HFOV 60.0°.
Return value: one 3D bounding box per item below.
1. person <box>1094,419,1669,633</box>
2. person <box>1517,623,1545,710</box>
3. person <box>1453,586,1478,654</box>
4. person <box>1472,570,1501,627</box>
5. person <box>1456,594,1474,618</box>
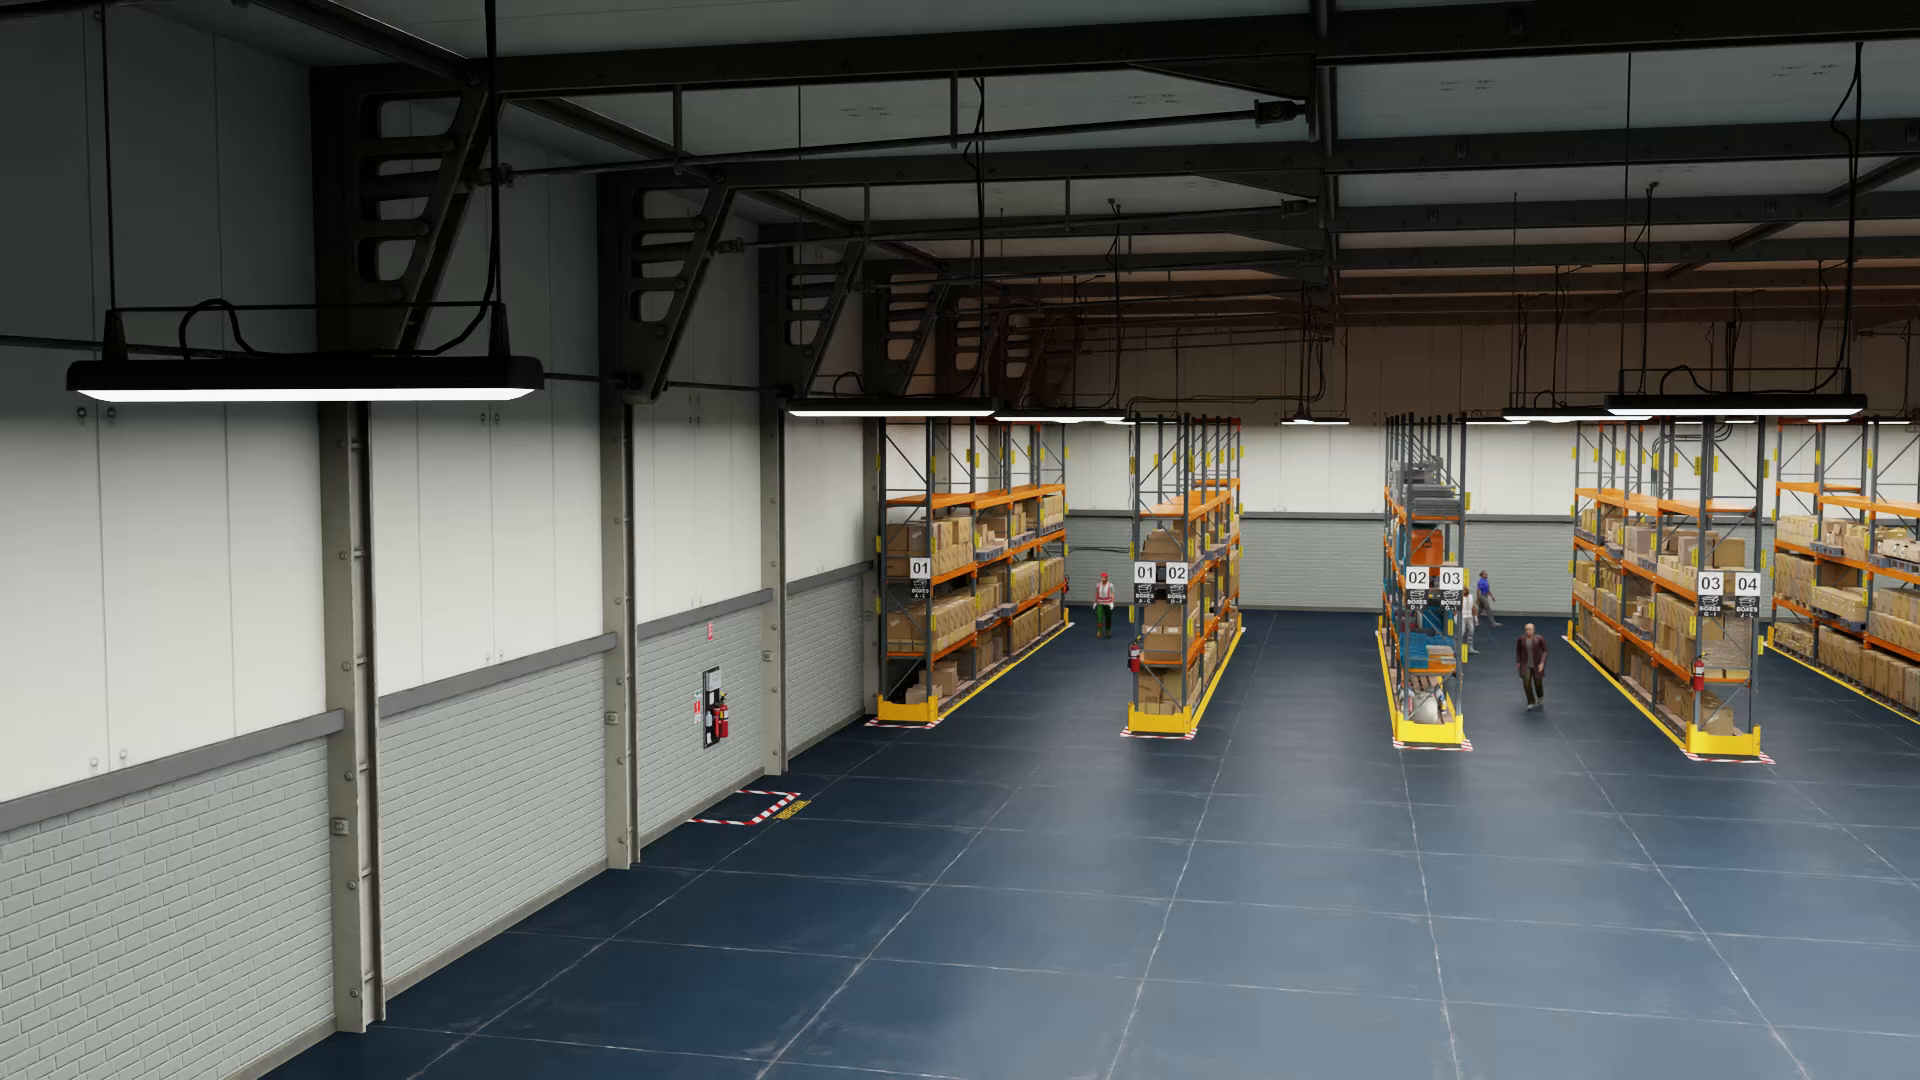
[{"bbox_3d":[9.706,-0.072,41.391,13.757,5.820,5.812,1,4,14],"label":"person"},{"bbox_3d":[11.695,2.556,33.961,0.602,1.757,0.751,2,4,27],"label":"person"},{"bbox_3d":[12.793,1.973,42.120,0.661,1.780,0.581,-1,4,-18],"label":"person"},{"bbox_3d":[15.114,1.670,47.721,0.943,1.605,0.471,3,5,35],"label":"person"},{"bbox_3d":[18.081,2.574,33.889,1.463,1.674,20.026,-2,4,-30],"label":"person"}]
